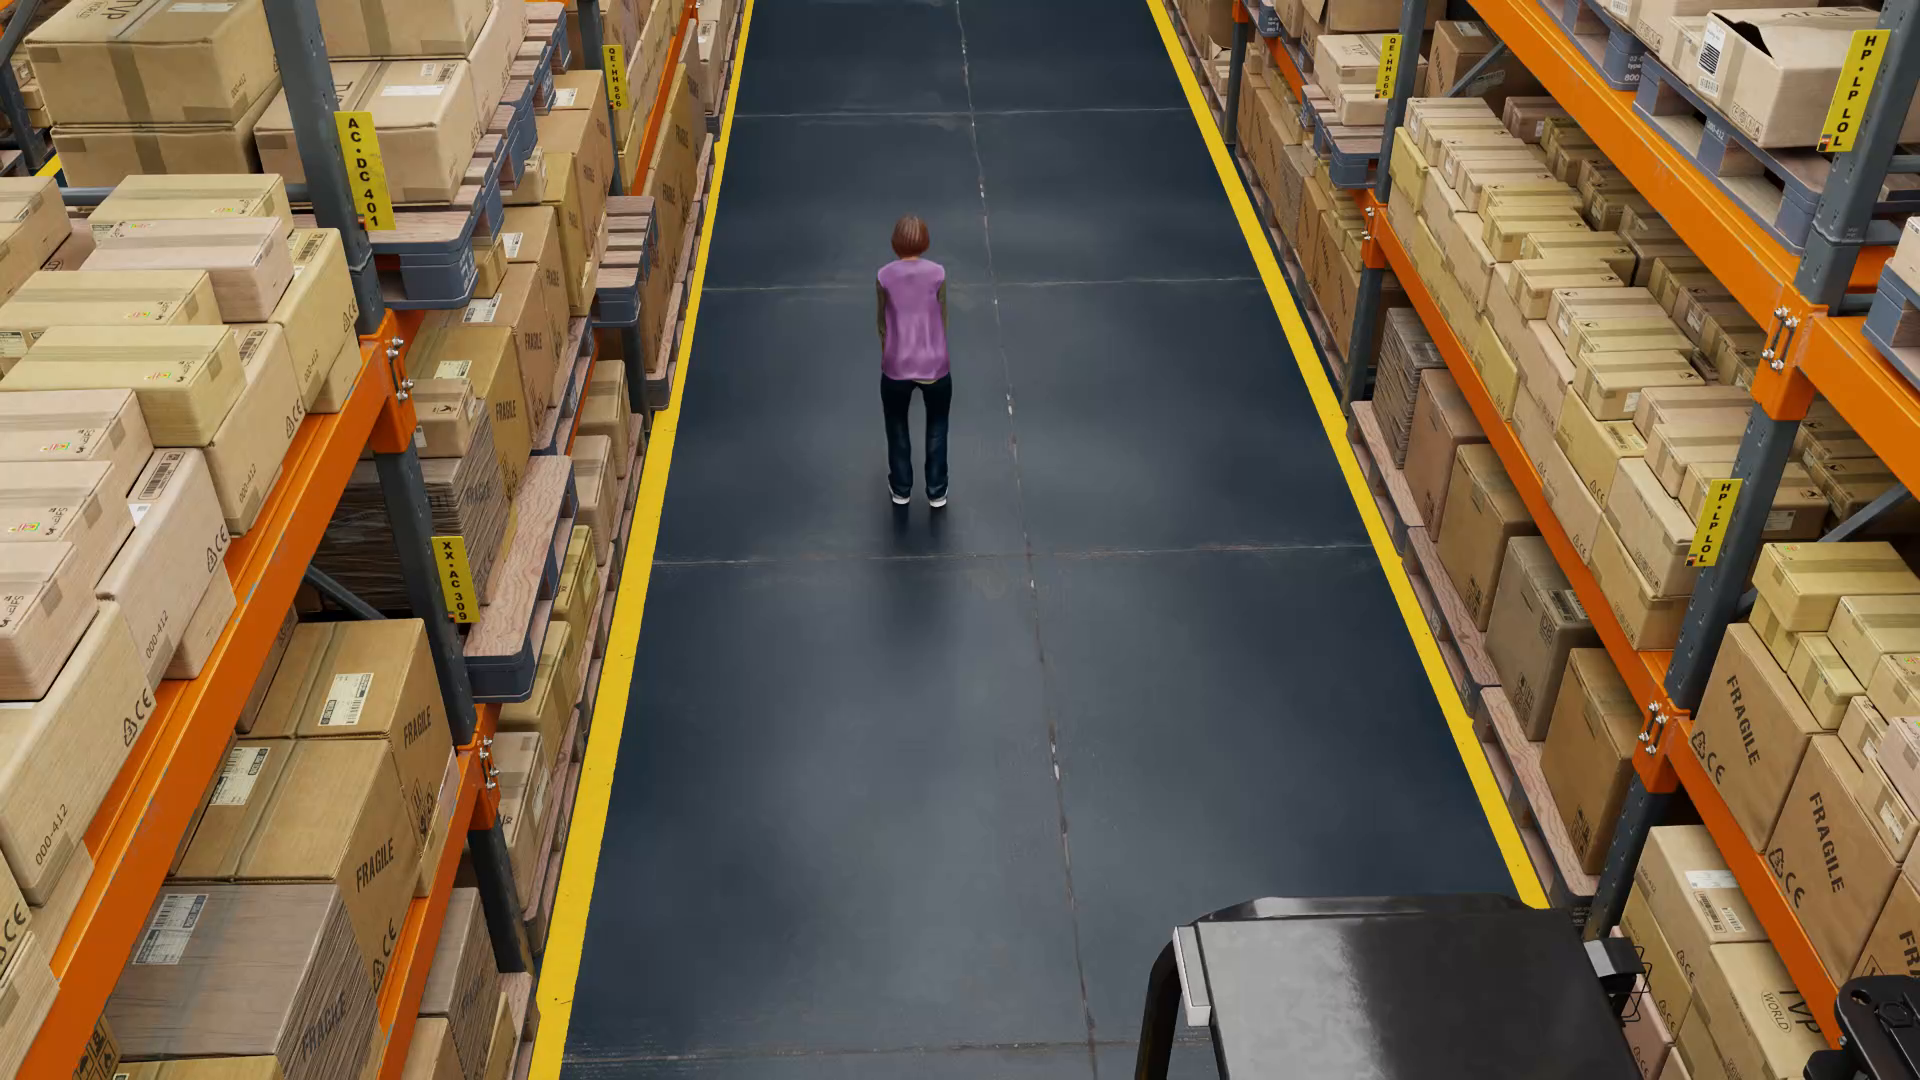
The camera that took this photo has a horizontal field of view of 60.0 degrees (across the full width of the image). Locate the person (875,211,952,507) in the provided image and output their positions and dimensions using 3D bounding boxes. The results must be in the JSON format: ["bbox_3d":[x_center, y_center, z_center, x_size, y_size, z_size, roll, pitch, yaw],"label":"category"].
[{"bbox_3d":[-0.233,-0.900,8.488,0.372,1.560,0.532,-2,36,-3],"label":"person"}]
